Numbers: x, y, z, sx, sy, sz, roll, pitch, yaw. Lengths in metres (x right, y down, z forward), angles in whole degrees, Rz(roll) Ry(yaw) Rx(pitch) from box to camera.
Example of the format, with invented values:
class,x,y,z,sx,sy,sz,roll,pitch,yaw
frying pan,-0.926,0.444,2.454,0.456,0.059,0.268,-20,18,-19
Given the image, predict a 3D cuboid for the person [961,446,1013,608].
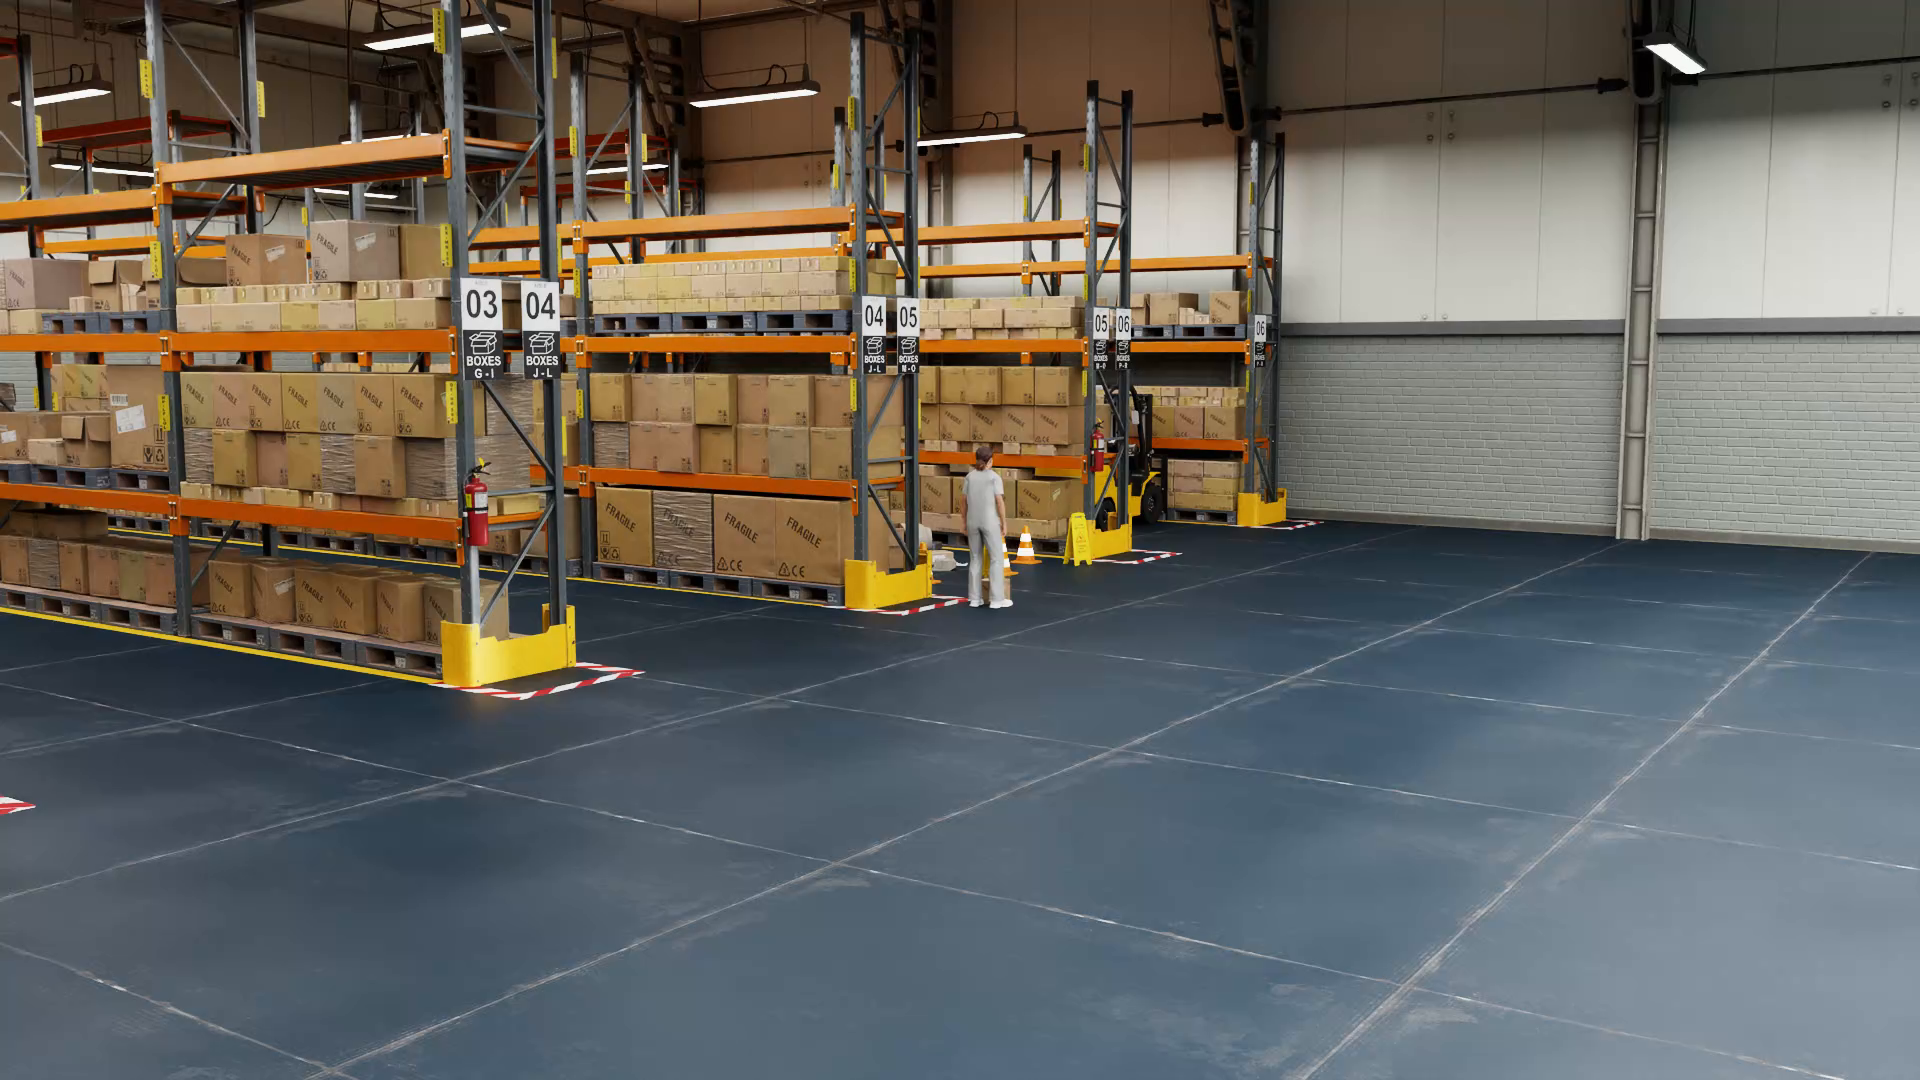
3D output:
class,x,y,z,sx,sy,sz,roll,pitch,yaw
person,0.259,-0.140,17.222,0.515,1.671,0.362,3,7,25
